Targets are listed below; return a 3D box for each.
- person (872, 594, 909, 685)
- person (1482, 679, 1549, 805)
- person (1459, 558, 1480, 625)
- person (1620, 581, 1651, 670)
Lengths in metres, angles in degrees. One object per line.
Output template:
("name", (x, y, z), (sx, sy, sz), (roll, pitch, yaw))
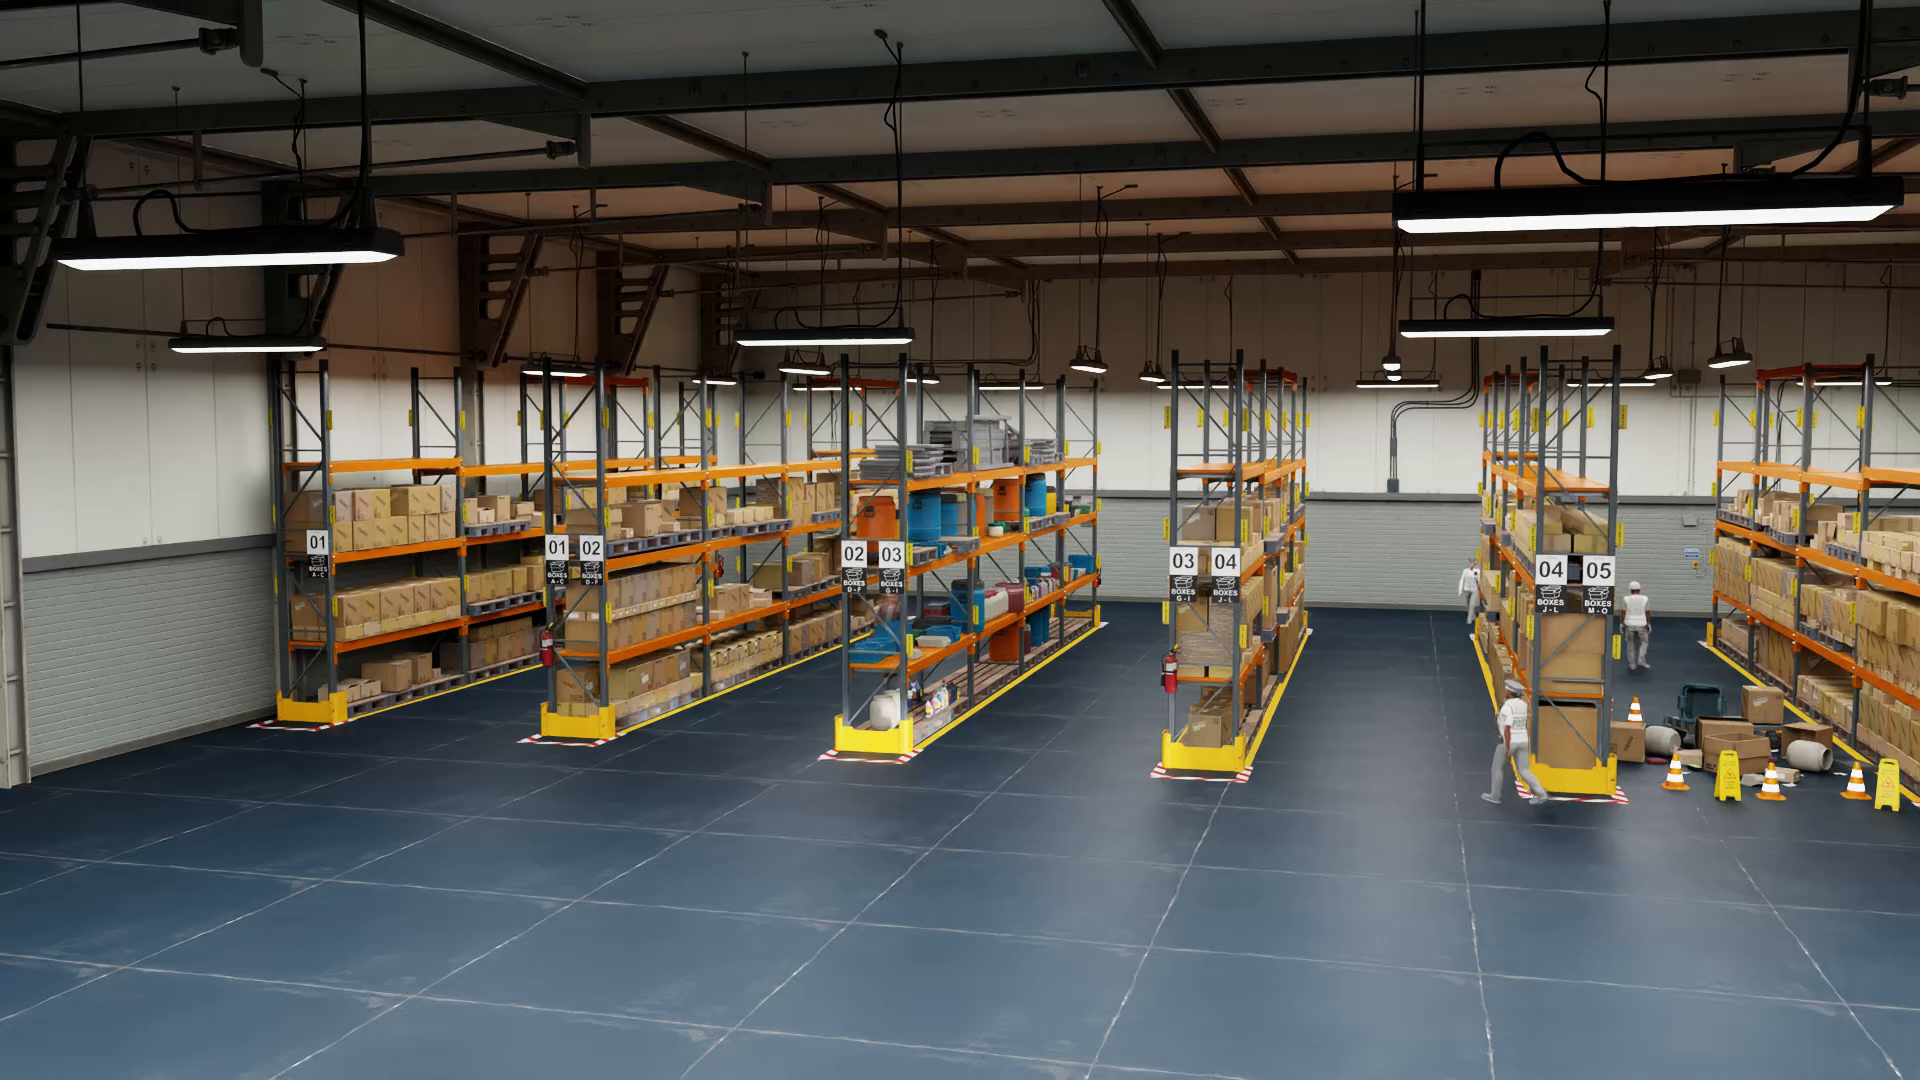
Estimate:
("person", (-1.251, 1.744, 30.248), (0.675, 1.684, 0.792), (1, 4, 16))
("person", (7.170, 2.627, 21.465), (0.438, 1.646, 0.963), (-2, 5, -27))
("person", (12.561, 1.237, 40.871), (0.541, 1.624, 1.055), (3, 5, 34))
("person", (13.554, 1.721, 33.365), (0.586, 1.783, 0.535), (1, 4, 17))
